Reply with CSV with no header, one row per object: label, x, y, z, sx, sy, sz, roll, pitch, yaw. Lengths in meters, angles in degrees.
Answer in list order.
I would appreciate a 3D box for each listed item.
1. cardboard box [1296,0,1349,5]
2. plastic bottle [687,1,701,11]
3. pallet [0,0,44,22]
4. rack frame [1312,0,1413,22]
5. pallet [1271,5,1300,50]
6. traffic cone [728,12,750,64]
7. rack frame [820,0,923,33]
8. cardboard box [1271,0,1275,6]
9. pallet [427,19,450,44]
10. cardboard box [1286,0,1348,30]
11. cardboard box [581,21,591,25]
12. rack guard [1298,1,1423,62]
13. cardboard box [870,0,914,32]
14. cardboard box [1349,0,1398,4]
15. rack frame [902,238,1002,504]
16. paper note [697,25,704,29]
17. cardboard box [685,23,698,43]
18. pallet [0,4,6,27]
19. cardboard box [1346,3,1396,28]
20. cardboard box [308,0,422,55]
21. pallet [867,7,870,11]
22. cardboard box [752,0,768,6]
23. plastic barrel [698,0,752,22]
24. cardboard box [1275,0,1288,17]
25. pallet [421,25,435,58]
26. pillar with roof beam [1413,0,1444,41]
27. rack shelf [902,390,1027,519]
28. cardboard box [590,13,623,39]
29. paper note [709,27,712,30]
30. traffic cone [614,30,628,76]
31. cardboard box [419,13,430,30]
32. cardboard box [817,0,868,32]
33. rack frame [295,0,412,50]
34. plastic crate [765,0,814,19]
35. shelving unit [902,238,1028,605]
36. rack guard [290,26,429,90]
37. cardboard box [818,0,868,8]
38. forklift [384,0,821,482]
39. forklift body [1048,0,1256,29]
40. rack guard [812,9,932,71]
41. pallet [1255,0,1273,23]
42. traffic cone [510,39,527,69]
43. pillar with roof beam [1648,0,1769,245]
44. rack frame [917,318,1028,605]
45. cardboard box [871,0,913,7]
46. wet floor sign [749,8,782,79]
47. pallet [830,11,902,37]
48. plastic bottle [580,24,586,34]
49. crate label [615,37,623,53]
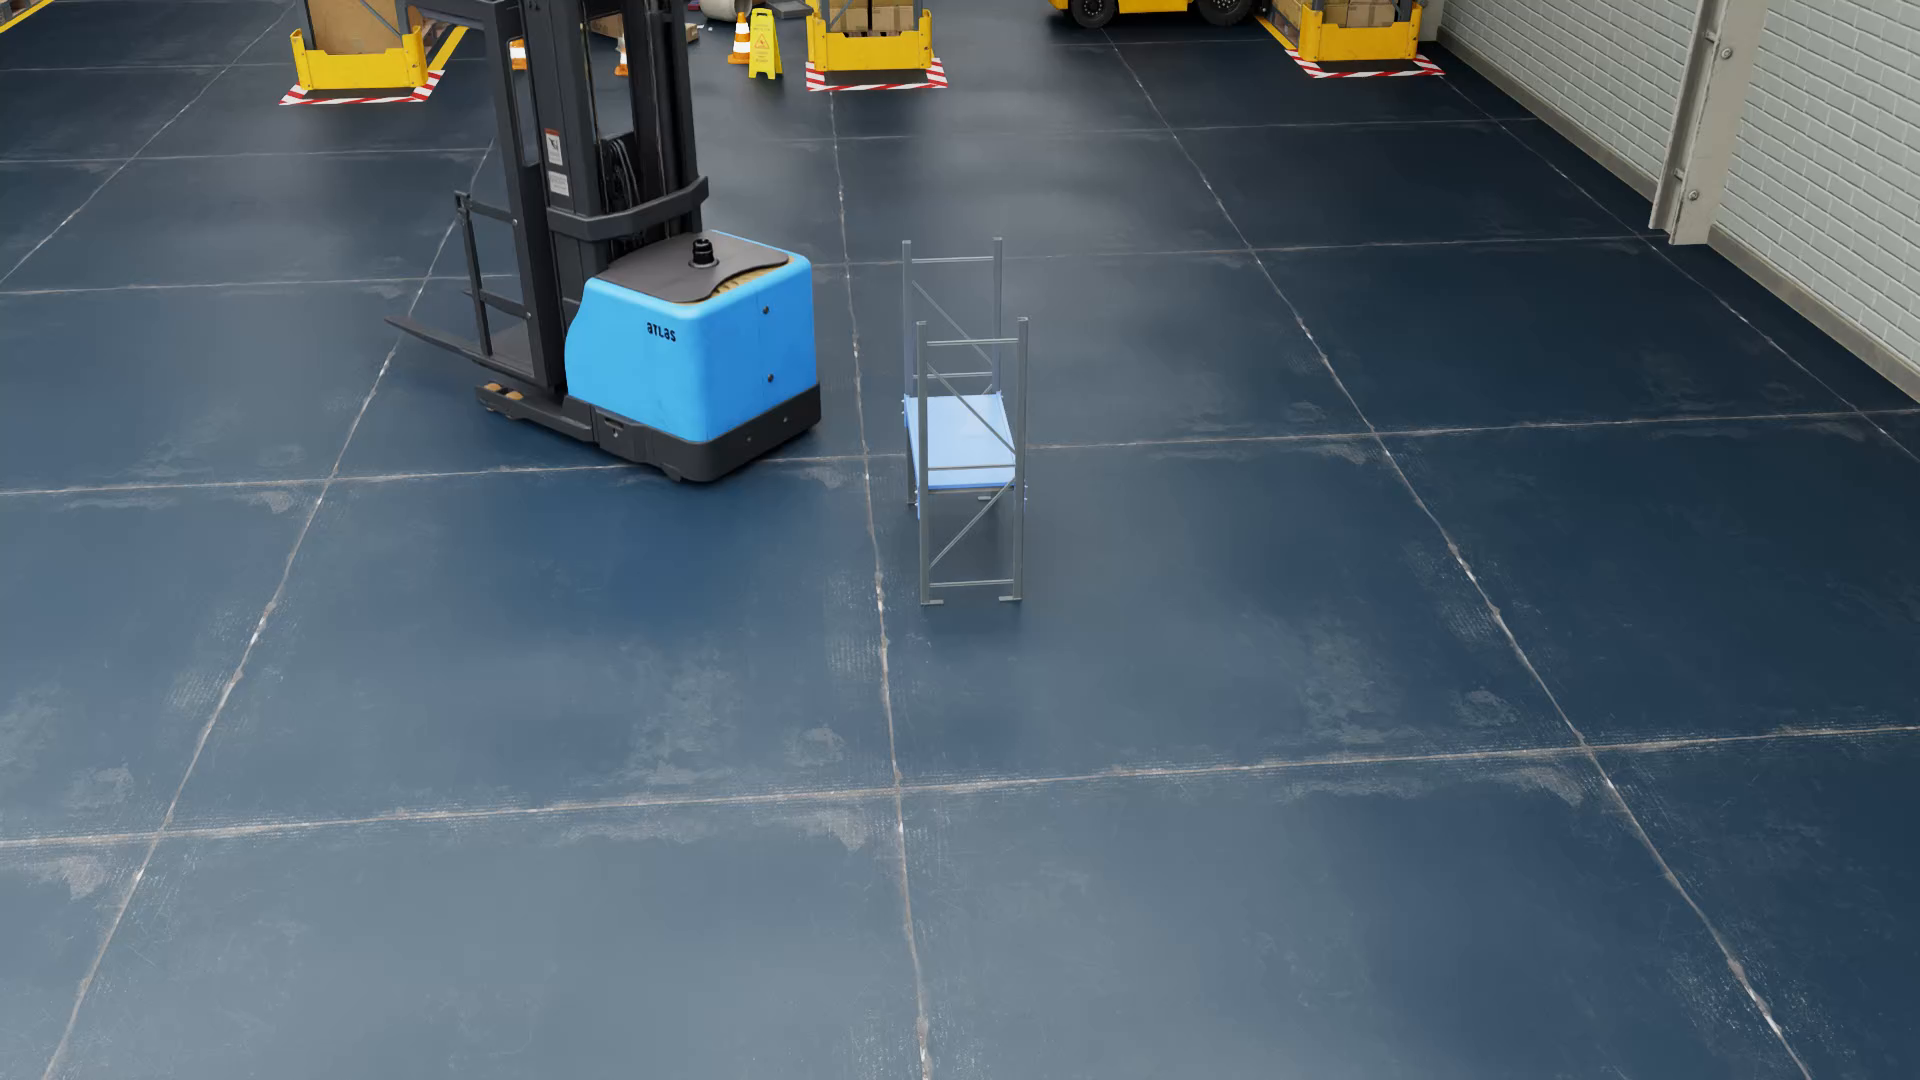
cardboard box,3.713,-5.720,17.185,0.500,0.250,0.500,-3,31,-5
plastic bottle,-2.992,-6.064,18.843,0.133,0.061,0.283,2,31,4
pallet,-11.014,-6.061,18.691,1.003,0.211,1.213,-3,31,-5
rack frame,4.070,-6.272,16.325,1.000,3.000,0.127,-3,31,-5
pallet,3.957,-5.463,17.690,1.003,0.211,1.213,-3,31,-5
traffic cone,-2.196,-5.101,16.838,0.336,0.463,0.334,-3,31,-5
rack frame,-0.872,-6.032,15.924,1.000,3.000,0.127,-3,31,-5
cardboard box,3.637,-6.007,18.153,0.500,0.250,0.500,-2,31,-4
pallet,-6.054,-5.572,17.873,1.003,0.211,1.213,-3,31,-5
cardboard box,3.711,-5.496,17.299,0.500,0.250,0.500,-3,31,-4
cardboard box,-4.170,-5.822,18.239,0.396,0.266,0.258,2,31,4
rack guard,4.072,-5.186,16.945,1.175,0.500,0.348,-3,31,-5
cardboard box,-0.672,-5.457,17.233,0.500,0.250,0.500,-3,31,-5
cardboard box,4.233,-5.736,17.213,0.500,0.250,0.500,-2,31,-4
rack frame,-0.040,-0.860,8.727,0.500,1.500,0.032,-3,31,-5
paper note,-2.872,-5.581,18.074,0.148,0.019,0.142,8,32,13
cardboard box,-3.005,-5.380,17.612,0.380,0.149,0.250,13,33,21
pallet,-10.897,-5.437,17.646,1.003,0.211,1.213,-3,31,-5
cardboard box,4.219,-5.532,17.358,0.500,0.250,0.500,-3,31,-4
cardboard box,-5.920,-5.354,16.452,0.875,0.875,0.875,-3,31,-4
pallet,-1.030,-5.912,18.441,1.003,0.211,1.213,-3,31,-5
cardboard box,-2.500,-6.390,18.958,0.500,0.500,0.500,20,36,29
plastic barrel,-2.572,-5.908,18.228,0.512,0.421,0.421,20,36,29
cardboard box,3.674,-5.751,17.724,0.500,0.250,0.500,-3,31,-5
pallet,-5.943,-4.951,16.832,1.003,0.211,1.213,-3,31,-5
pillar with roof beam,0.616,-9.040,15.109,9.100,9.000,0.400,-3,31,-5
rack shelf,0.008,-0.446,8.385,0.538,0.185,1.000,-3,31,-5
cardboard box,-3.556,-5.736,17.862,0.637,0.503,0.797,27,40,37
paper note,-2.703,-5.536,18.008,0.032,0.001,0.123,-3,31,-5
traffic cone,-3.270,-4.874,16.458,0.336,0.463,0.334,-3,31,-5
cardboard box,-6.004,-5.804,17.204,0.875,0.875,0.875,-3,31,-5
cardboard box,-1.217,-5.444,17.211,0.500,0.250,0.500,-3,31,-5
rack frame,-5.791,-5.743,15.440,1.000,3.000,0.127,-3,31,-5
plastic crate,-1.915,-5.980,18.684,0.402,0.080,0.583,-14,33,-22
shelving unit,0.008,-0.600,8.292,0.538,1.500,1.048,-3,31,-5
rack guard,-5.788,-4.658,16.061,1.175,0.500,0.348,-3,31,-5
cardboard box,-1.206,-5.750,16.993,0.500,0.500,0.500,-3,31,-4
forklift,-2.303,-2.174,9.531,3.031,2.935,1.130,21,37,31
forklift body,2.076,-6.788,18.017,2.313,2.155,1.214,-3,31,-5
rack guard,-0.879,-4.998,16.629,1.175,0.500,0.348,-3,31,-5
pallet,3.846,-6.085,18.731,1.003,0.211,1.213,-3,31,-5
traffic cone,-4.426,-4.993,16.658,0.336,0.463,0.334,-3,31,-5
pillar with roof beam,1.177,-5.976,9.980,9.100,9.000,0.400,-3,31,-5
rack frame,0.055,-0.341,7.858,0.500,1.500,0.032,-3,31,-5
cardboard box,-0.675,-5.791,17.061,0.500,0.500,0.500,-4,31,-6
wet floor sign,-1.919,-4.873,16.279,0.267,0.644,0.232,8,32,13
pallet,-0.920,-5.290,17.401,1.003,0.211,1.213,-3,31,-5
plastic bottle,-4.109,-5.507,17.911,0.133,0.061,0.283,-14,33,-22
crate label,-3.405,-5.132,17.209,0.250,0.136,0.298,-20,36,-30
